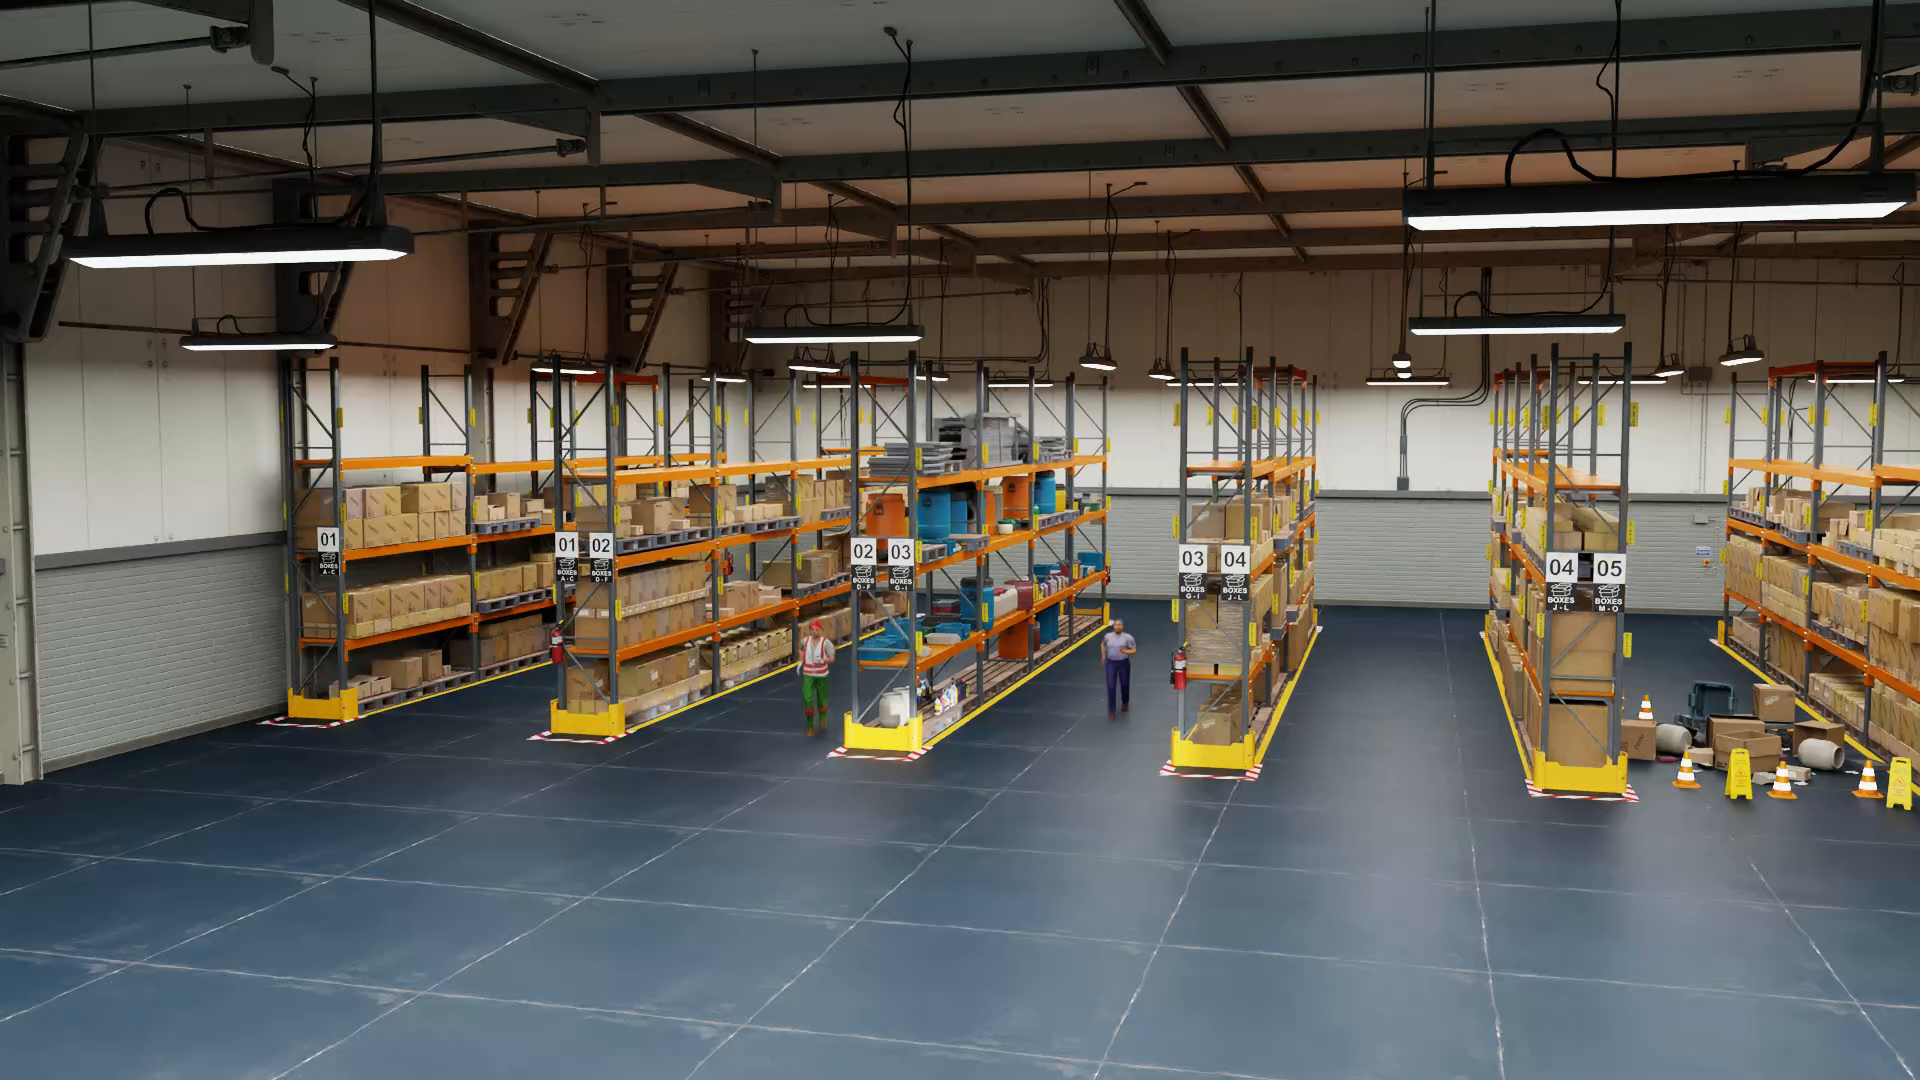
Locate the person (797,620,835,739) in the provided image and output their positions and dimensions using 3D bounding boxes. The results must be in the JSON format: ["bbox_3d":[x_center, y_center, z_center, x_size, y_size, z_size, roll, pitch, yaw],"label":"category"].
[{"bbox_3d":[-2.277,2.176,26.264,0.643,1.844,0.876,0,4,3],"label":"person"}]

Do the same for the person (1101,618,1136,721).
[{"bbox_3d":[2.640,2.126,27.742,0.603,1.643,0.940,1,4,9],"label":"person"}]
